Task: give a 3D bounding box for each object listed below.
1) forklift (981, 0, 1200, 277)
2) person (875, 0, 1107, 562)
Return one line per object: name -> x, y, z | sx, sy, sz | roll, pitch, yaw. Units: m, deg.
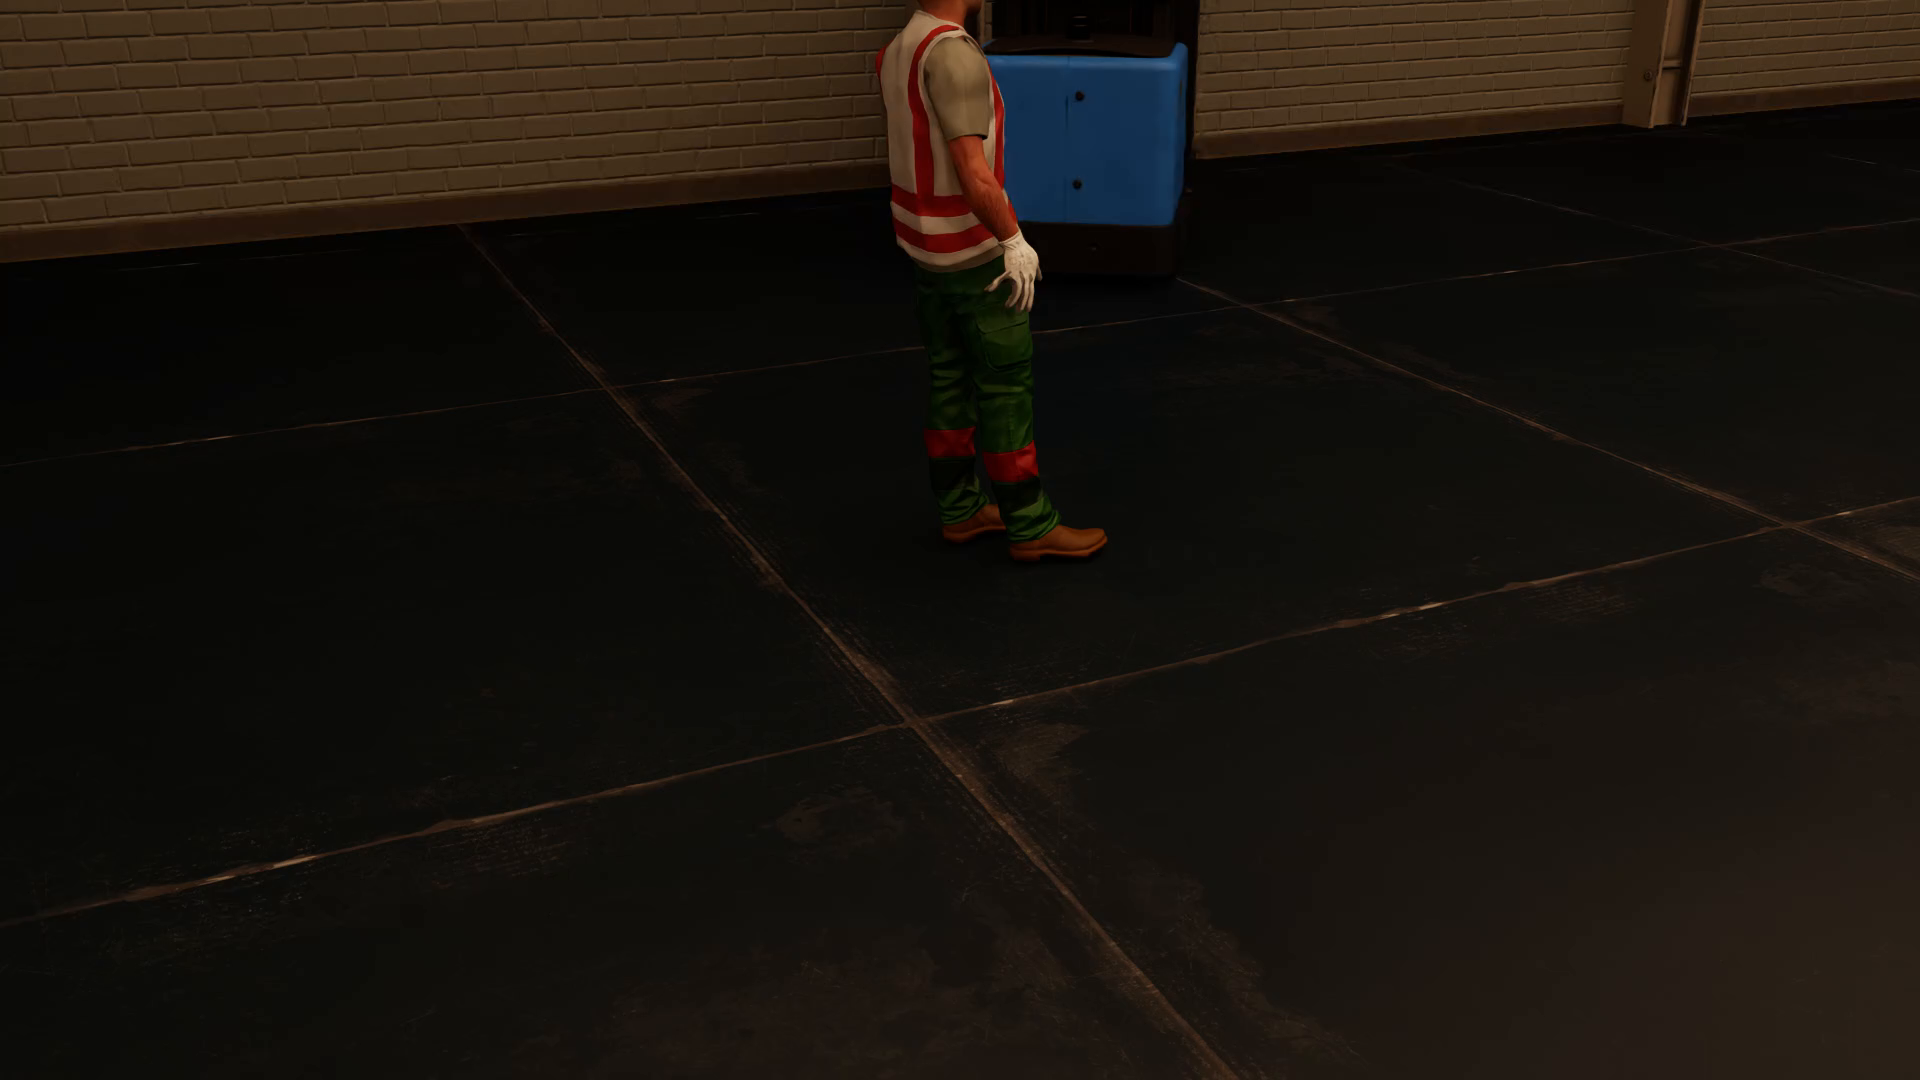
forklift -> 0.754, -3.145, 8.856 | 1.130, 2.935, 3.031 | 4, 23, 9
person -> 0.078, -0.842, 4.781 | 0.564, 1.787, 0.637 | -10, 25, -23
